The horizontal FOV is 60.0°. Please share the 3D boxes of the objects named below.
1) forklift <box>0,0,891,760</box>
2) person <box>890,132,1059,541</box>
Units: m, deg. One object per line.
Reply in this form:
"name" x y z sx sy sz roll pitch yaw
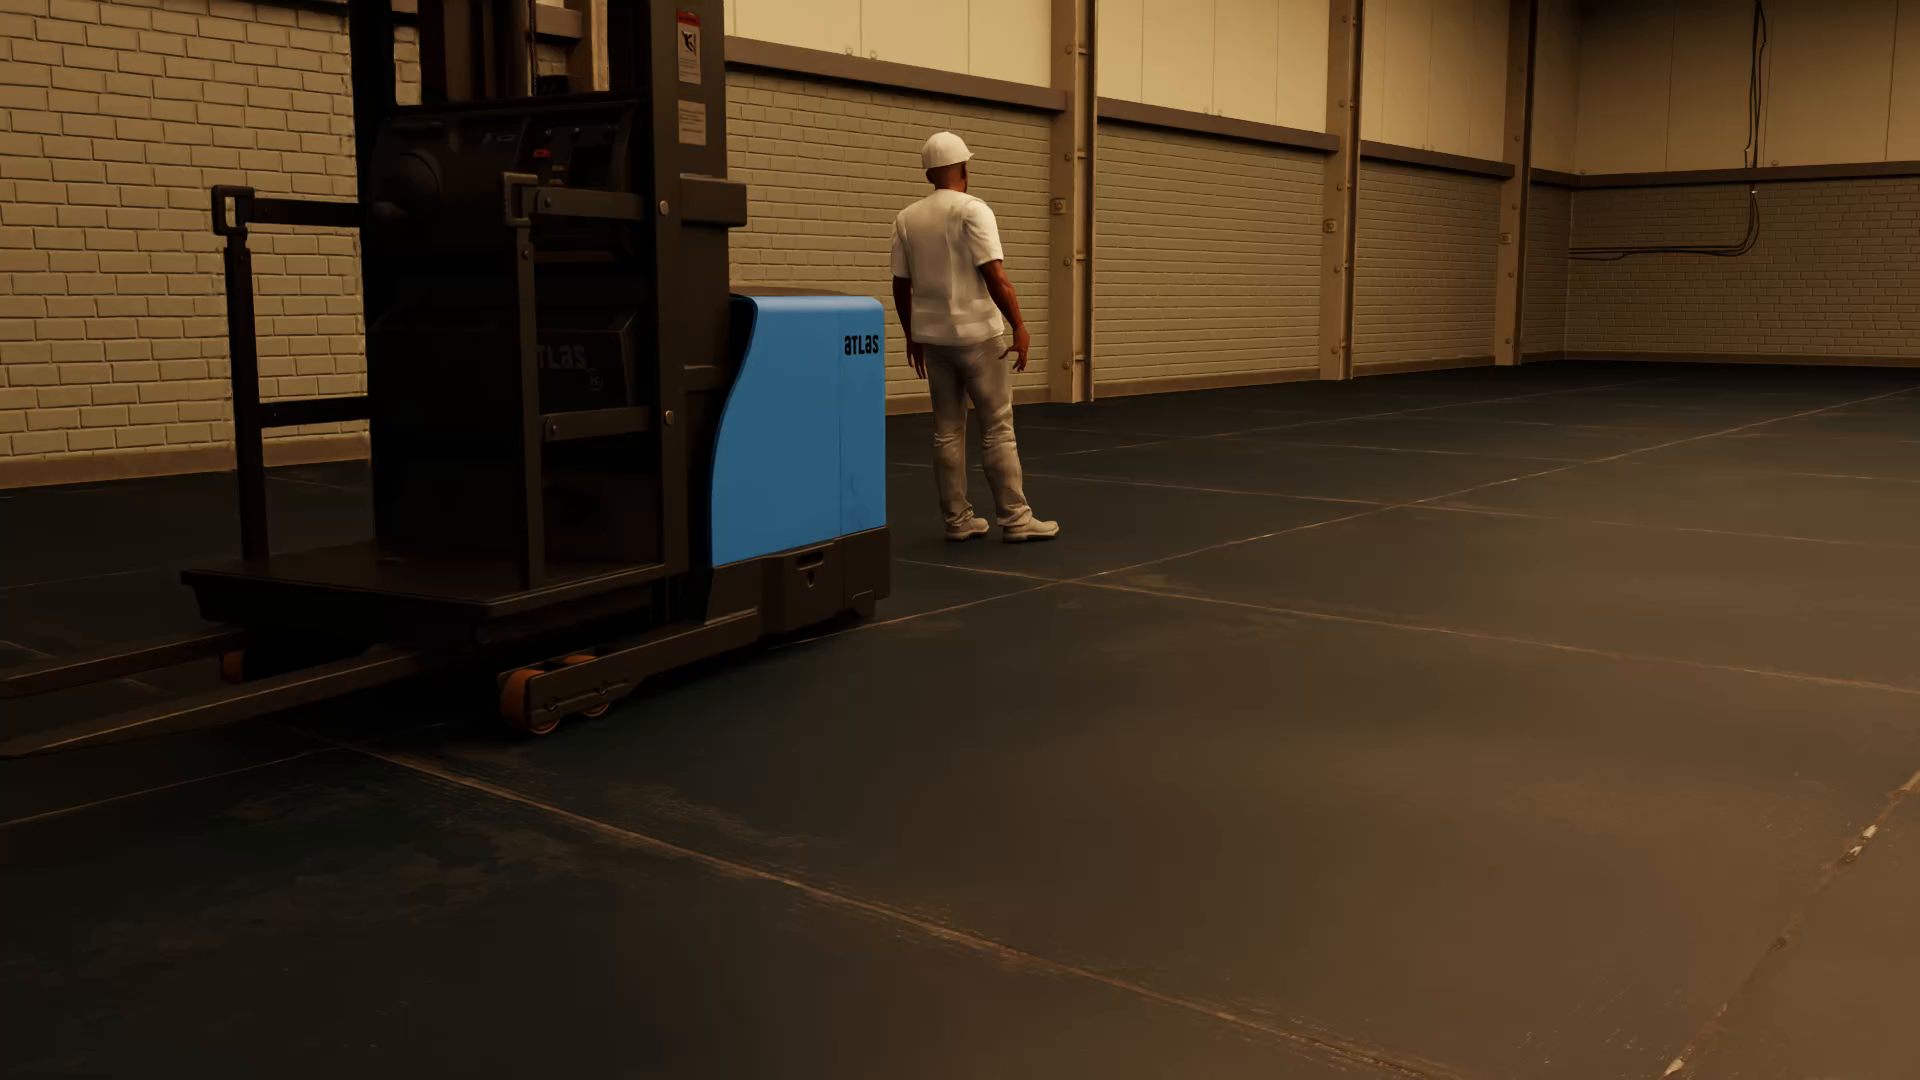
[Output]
"forklift" -1.368 -1.041 4.397 1.130 2.935 3.031 4 9 27
"person" 0.049 -0.888 7.327 0.665 1.768 0.575 7 11 38
